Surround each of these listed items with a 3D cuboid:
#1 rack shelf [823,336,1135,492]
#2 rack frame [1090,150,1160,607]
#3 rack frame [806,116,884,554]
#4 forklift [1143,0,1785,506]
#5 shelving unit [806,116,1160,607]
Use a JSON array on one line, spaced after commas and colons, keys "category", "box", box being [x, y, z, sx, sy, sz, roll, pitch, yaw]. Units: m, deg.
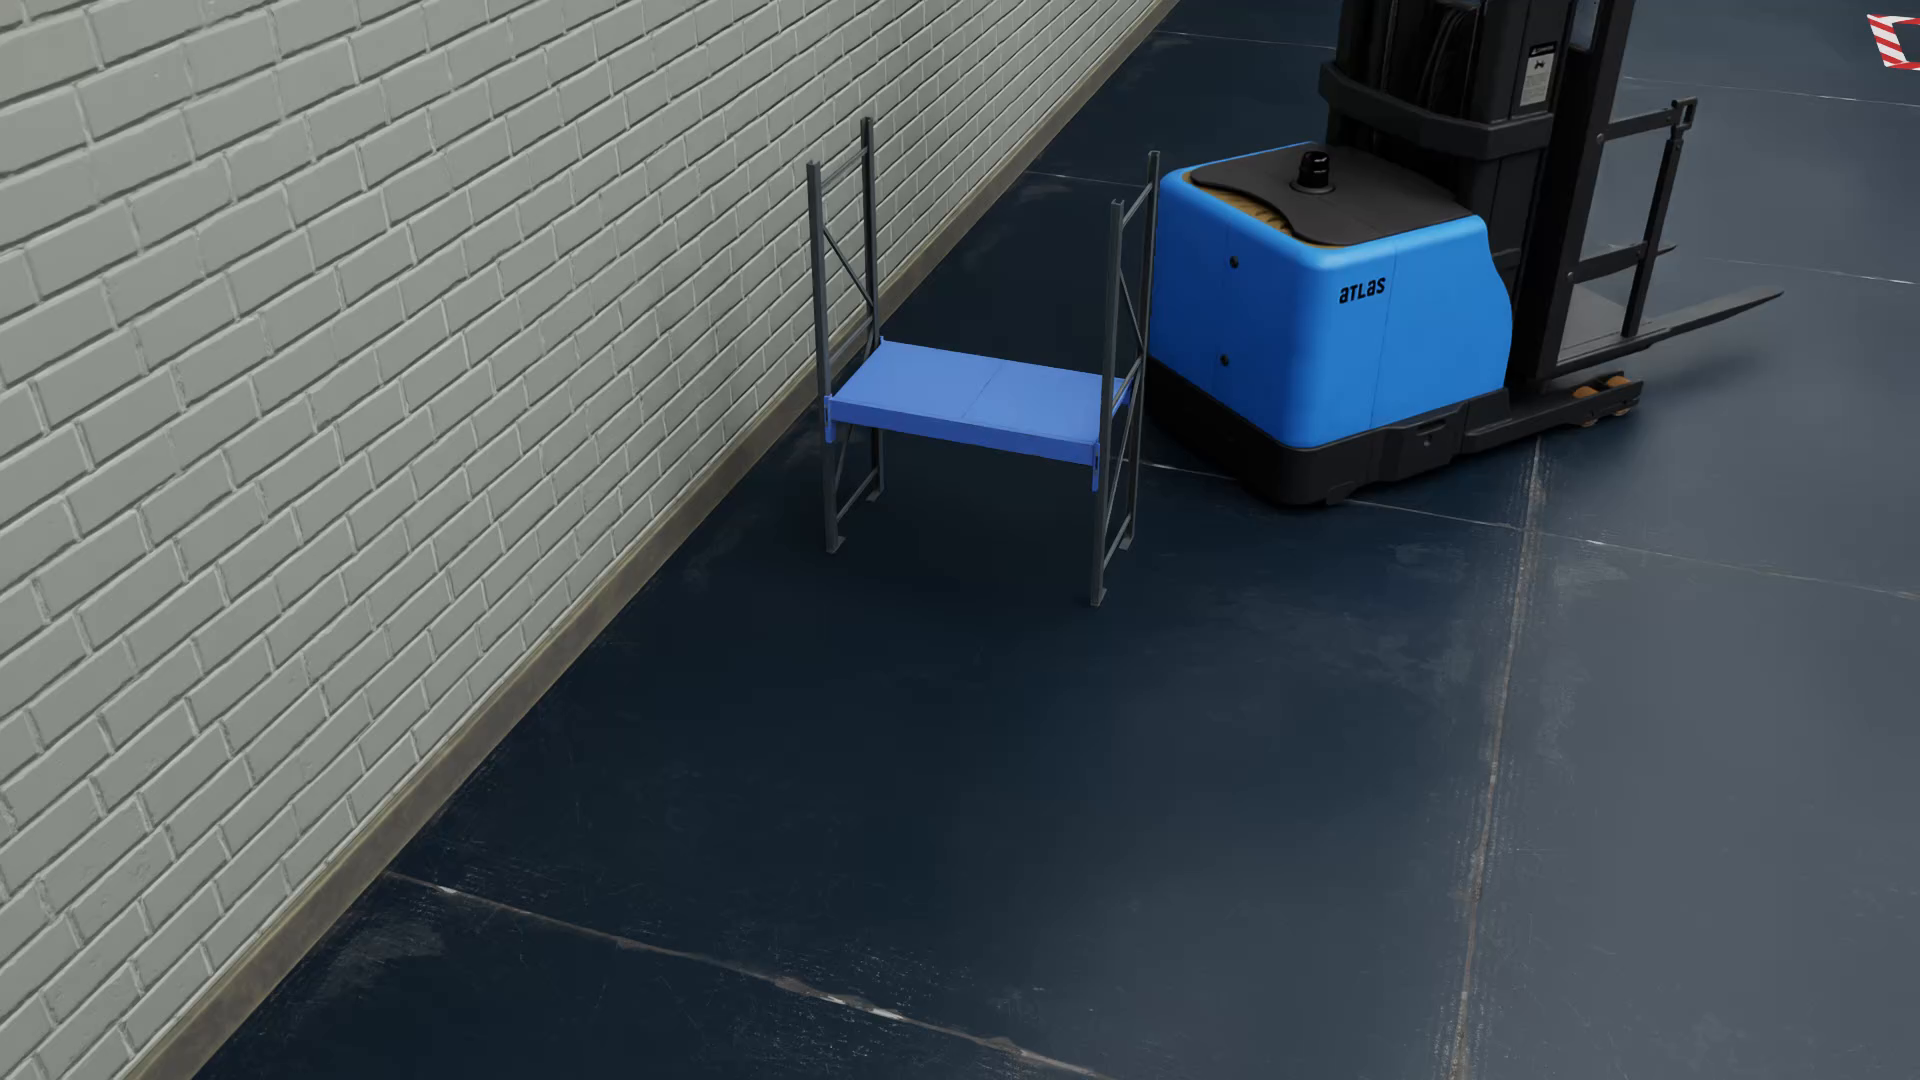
[{"category": "rack shelf", "box": [0.080, -0.463, 5.917, 1.000, 0.185, 0.538, 11, 34, 16]}, {"category": "rack frame", "box": [0.559, -0.521, 5.675, 0.032, 1.500, 0.500, 11, 34, 16]}, {"category": "rack frame", "box": [-0.398, -0.708, 5.963, 0.032, 1.500, 0.500, 11, 34, 16]}, {"category": "forklift", "box": [2.298, -1.937, 6.548, 3.031, 2.935, 1.130, -17, 37, -25]}, {"category": "shelving unit", "box": [0.080, -0.614, 5.819, 1.048, 1.500, 0.538, 11, 34, 16]}]
